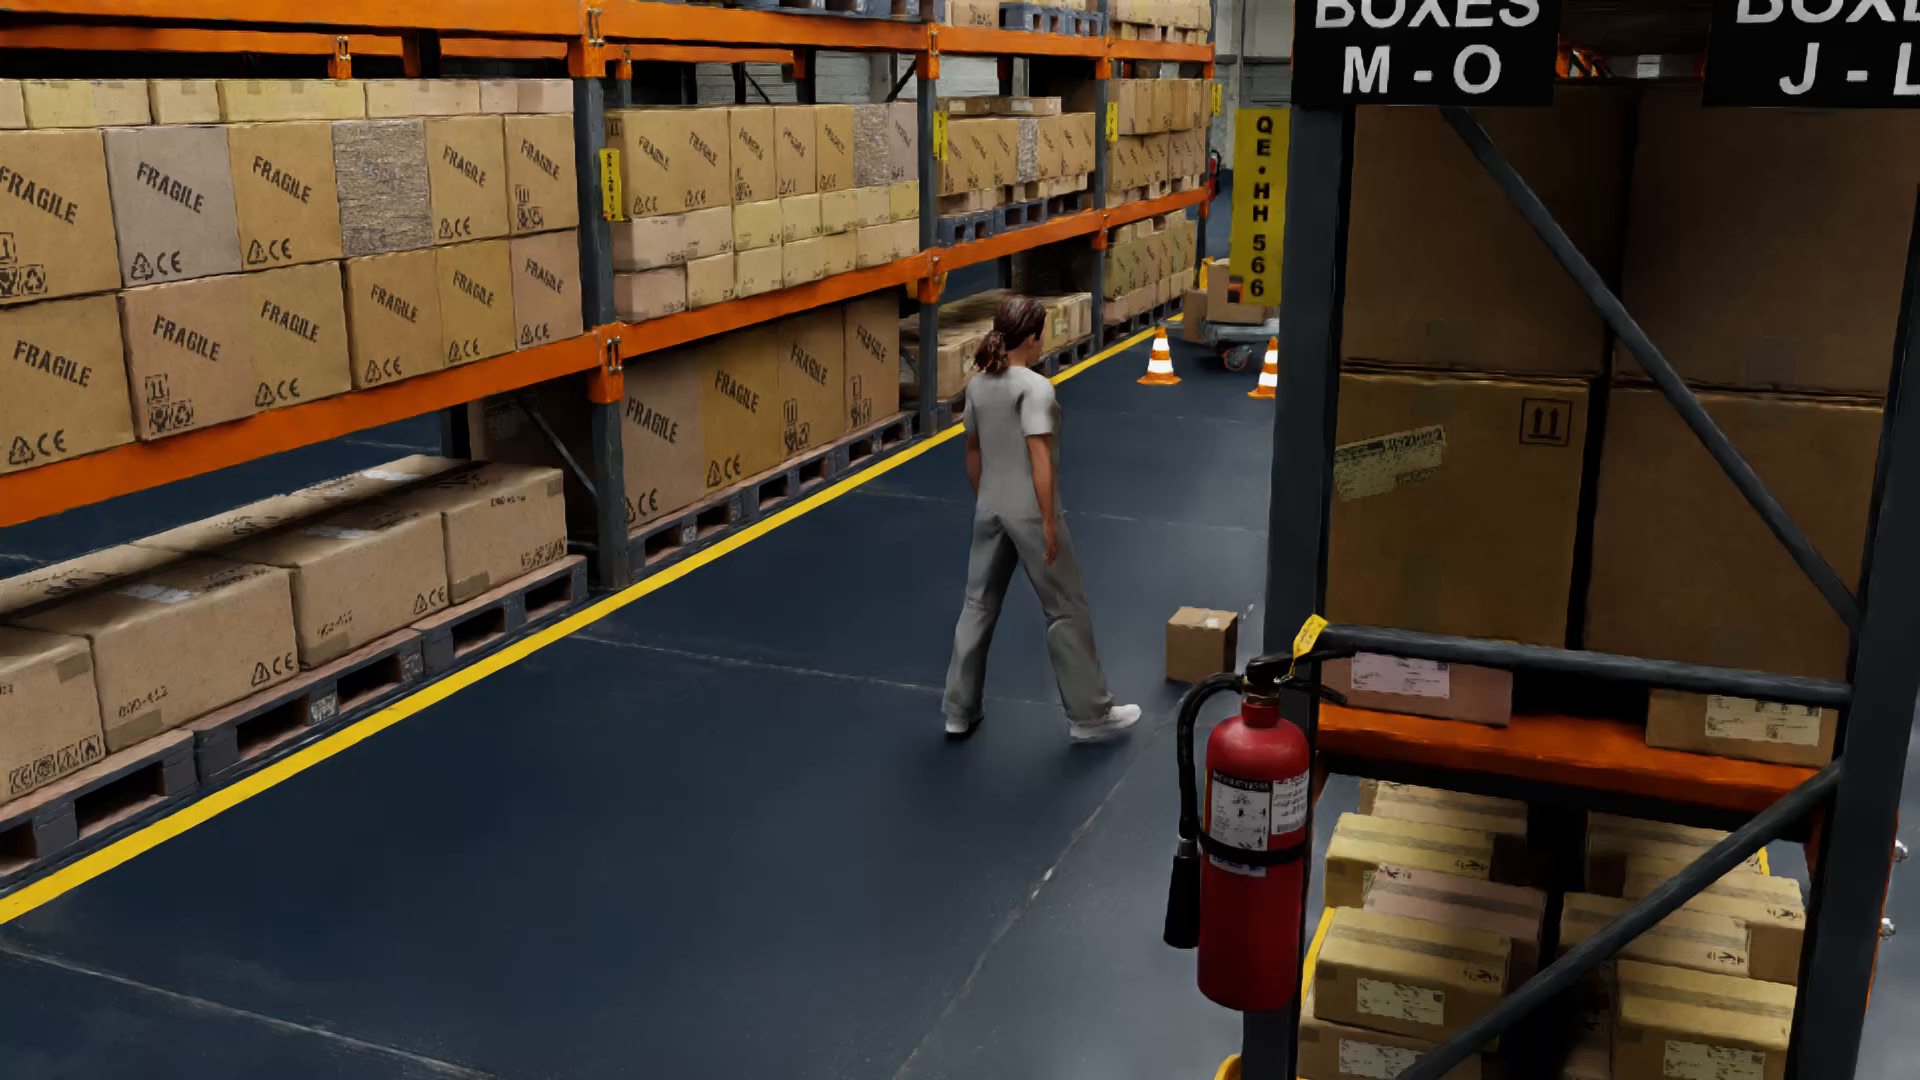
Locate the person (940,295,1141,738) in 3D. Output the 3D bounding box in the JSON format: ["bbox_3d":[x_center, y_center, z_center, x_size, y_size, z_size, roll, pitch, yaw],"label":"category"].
[{"bbox_3d":[0.279,-0.077,6.235,0.618,1.663,0.629,-13,20,-39],"label":"person"}]
